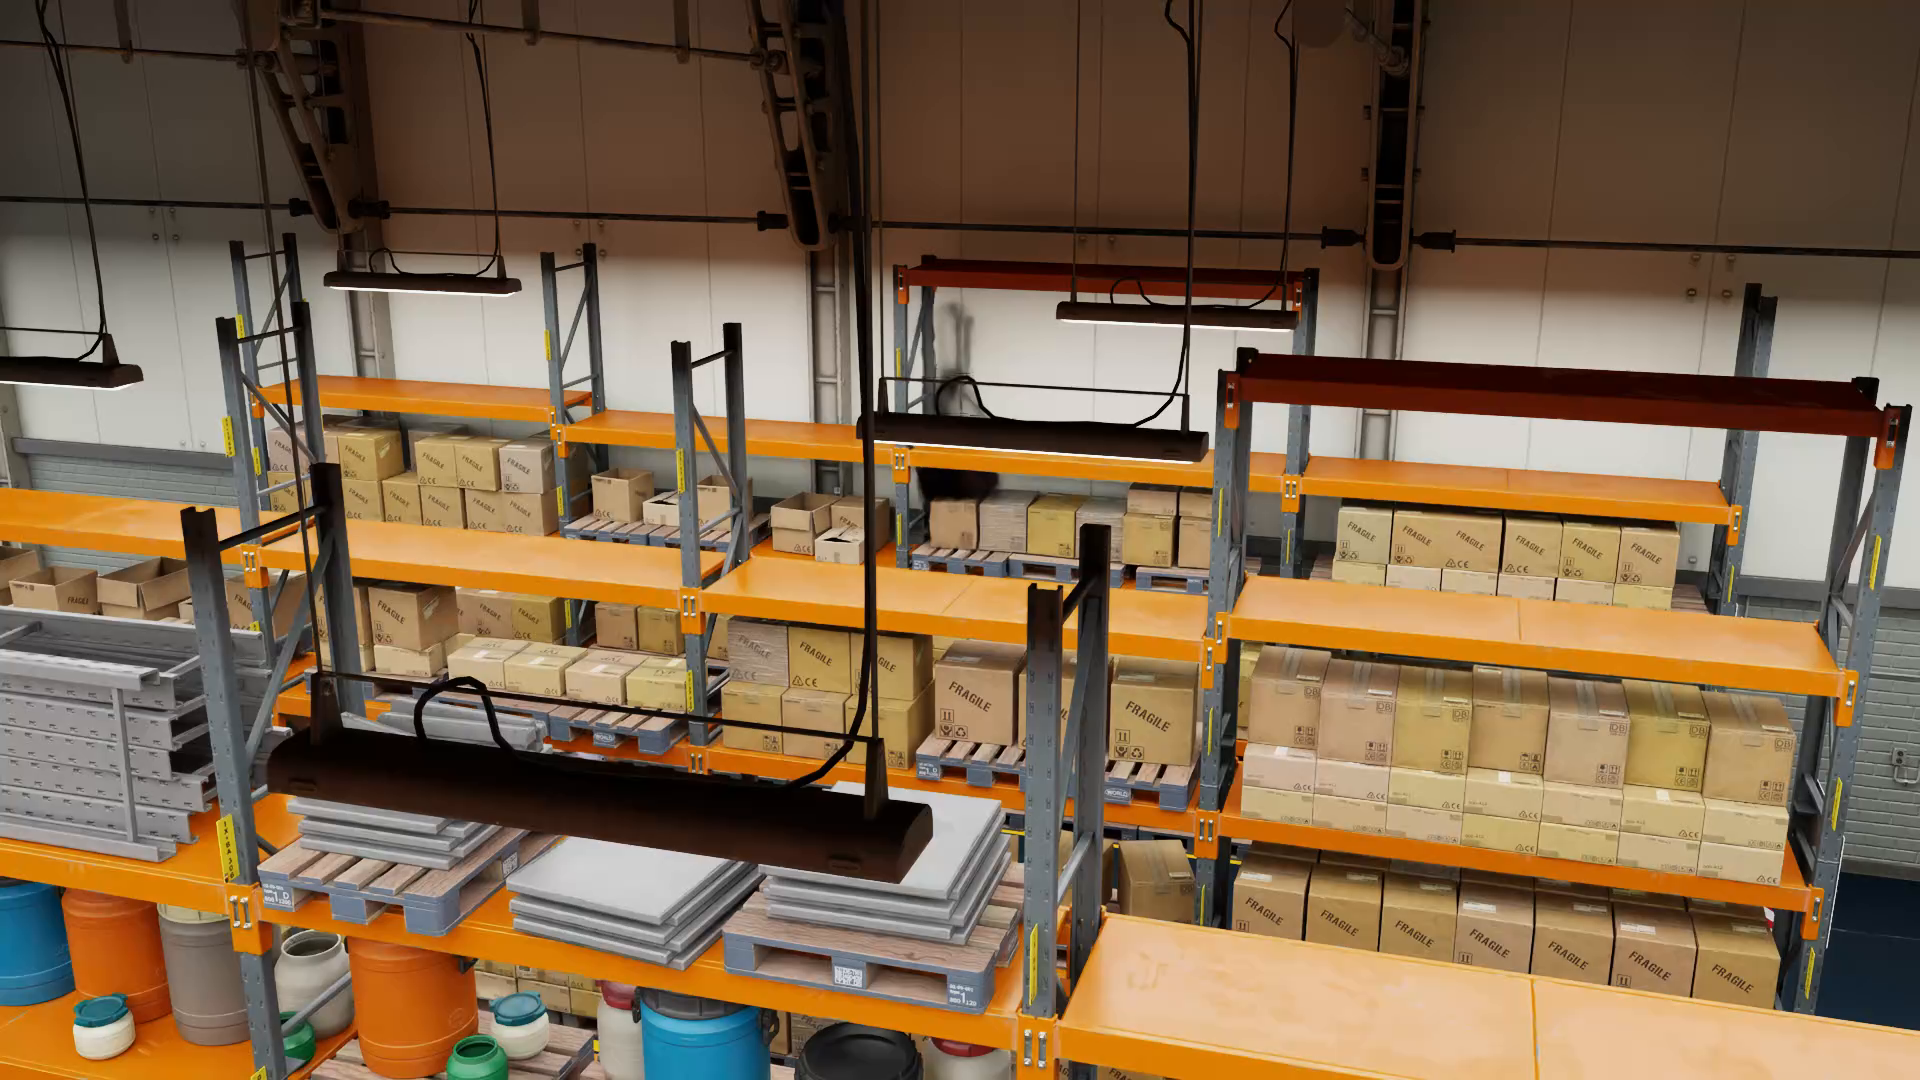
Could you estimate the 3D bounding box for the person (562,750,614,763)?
[{"bbox_3d":[-3.702,2.608,17.037,0.861,1.482,0.637,-1,16,-4],"label":"person"}]
